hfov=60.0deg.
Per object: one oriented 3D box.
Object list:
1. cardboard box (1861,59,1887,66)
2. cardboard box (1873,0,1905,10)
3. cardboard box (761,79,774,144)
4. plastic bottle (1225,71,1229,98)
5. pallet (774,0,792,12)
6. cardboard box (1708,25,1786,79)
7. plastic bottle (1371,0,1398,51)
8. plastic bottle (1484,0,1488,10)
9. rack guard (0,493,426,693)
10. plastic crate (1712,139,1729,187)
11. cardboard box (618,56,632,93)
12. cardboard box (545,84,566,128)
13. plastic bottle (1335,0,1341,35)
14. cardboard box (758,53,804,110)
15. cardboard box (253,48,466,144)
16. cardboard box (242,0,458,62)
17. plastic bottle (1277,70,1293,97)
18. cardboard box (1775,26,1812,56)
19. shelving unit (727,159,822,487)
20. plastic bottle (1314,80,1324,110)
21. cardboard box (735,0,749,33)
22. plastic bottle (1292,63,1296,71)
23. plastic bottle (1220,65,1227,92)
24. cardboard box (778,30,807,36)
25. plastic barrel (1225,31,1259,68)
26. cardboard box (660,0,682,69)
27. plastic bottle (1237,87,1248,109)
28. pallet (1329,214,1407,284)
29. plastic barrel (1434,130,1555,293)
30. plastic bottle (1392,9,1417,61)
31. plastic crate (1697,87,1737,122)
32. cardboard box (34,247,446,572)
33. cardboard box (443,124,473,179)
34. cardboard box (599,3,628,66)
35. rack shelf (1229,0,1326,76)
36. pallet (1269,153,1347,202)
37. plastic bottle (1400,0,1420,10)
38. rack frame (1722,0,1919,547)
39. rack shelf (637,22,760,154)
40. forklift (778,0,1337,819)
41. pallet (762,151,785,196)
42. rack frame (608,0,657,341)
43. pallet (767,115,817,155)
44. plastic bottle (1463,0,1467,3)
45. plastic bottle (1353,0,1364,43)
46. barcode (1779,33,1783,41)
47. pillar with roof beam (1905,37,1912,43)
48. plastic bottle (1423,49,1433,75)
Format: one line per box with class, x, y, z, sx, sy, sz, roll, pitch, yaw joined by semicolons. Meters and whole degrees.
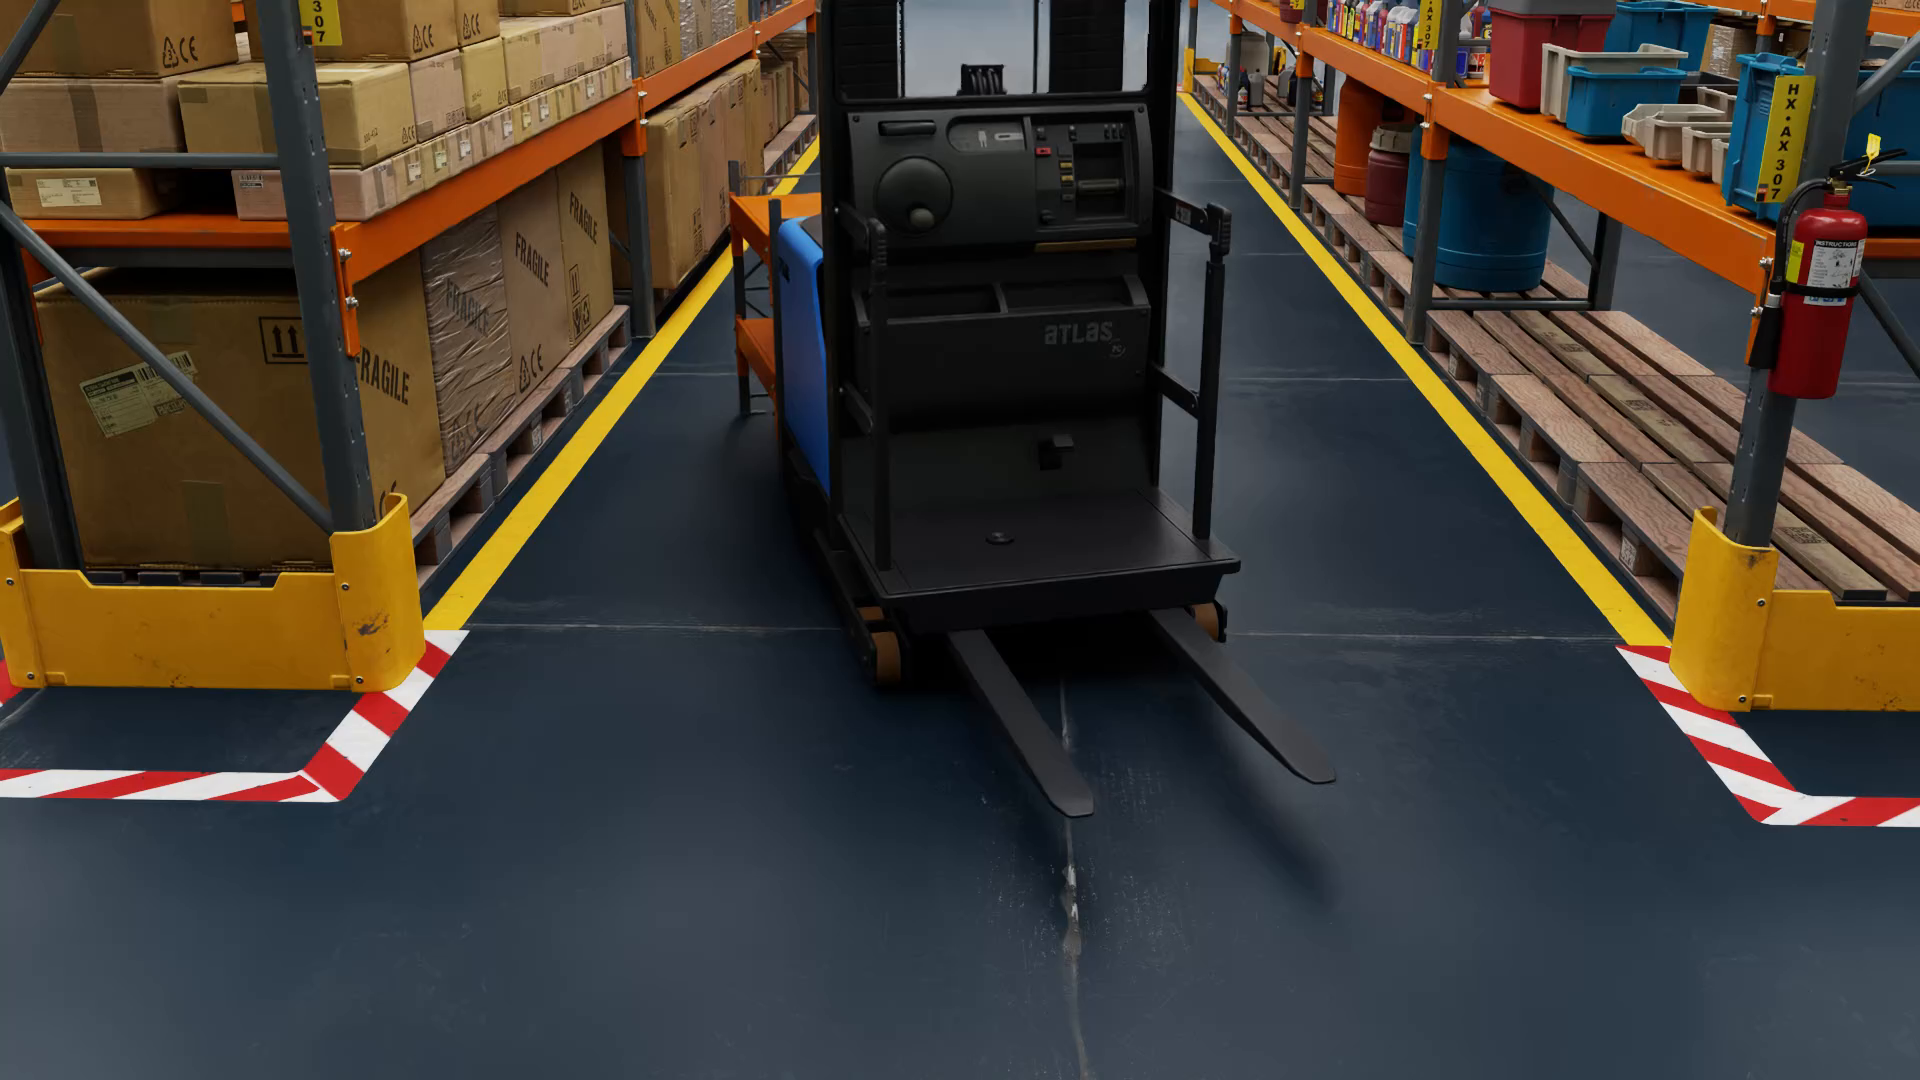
cardboard box;8.304;-4.281;15.361;0.500;0.311;0.500;1;21;2
cardboard box;7.959;-4.653;13.736;0.500;0.500;0.500;1;21;2
cardboard box;-1.979;-3.607;14.027;0.700;0.500;0.500;2;21;6
plastic bottle;2.835;-4.727;17.223;0.152;0.276;0.135;1;21;3
pallet;-1.974;-4.546;13.864;1.003;0.211;1.213;1;21;2
cardboard box;7.852;-4.870;16.616;0.500;0.500;0.500;1;21;2
plastic bottle;2.570;-3.130;10.017;0.144;0.351;0.185;1;21;2
plastic bottle;3.290;-3.221;10.251;0.144;0.351;0.185;1;21;2
rack guard;-2.238;0.147;4.959;1.175;0.500;0.348;1;21;2
plastic crate;2.557;-1.174;5.190;0.396;0.136;0.243;1;21;2
cardboard box;-1.797;-2.242;8.008;0.380;0.149;0.250;1;21;2
cardboard box;-1.836;-1.778;6.811;0.380;0.149;0.250;0;21;1
plastic bottle;2.565;-3.539;11.165;0.061;0.283;0.133;1;21;2
cardboard box;-1.820;-4.540;16.459;0.500;0.500;0.500;0;21;0
cardboard box;-1.943;-1.454;5.426;0.500;0.250;0.500;0;21;1
cardboard box;-1.937;-1.797;5.272;0.500;0.500;0.500;0;21;0
plastic bottle;3.388;-4.748;17.277;0.152;0.276;0.135;1;21;2
cardboard box;8.364;-4.864;16.602;0.500;0.500;0.500;1;21;2
shelving unit;-0.609;-0.943;6.903;0.538;1.125;1.048;-6;22;-15
plastic bottle;3.526;-4.355;16.269;0.097;0.271;0.097;0;21;0
cardboard box;-1.761;-3.785;11.499;0.500;0.500;0.500;1;21;3
plastic bottle;3.542;-4.858;17.456;0.144;0.351;0.185;2;21;4
plastic bottle;2.823;-4.915;17.712;0.097;0.271;0.097;0;21;0
cardboard box;-1.786;-5.617;19.233;0.500;0.500;0.500;5;22;12
plastic barrel;3.257;-5.555;19.057;0.421;0.512;0.421;0;21;0
cardboard box;-1.837;-2.865;9.128;0.500;0.500;0.500;1;21;2
plastic bottle;2.778;-4.346;16.344;0.097;0.201;0.097;0;21;0
pallet;2.935;-1.839;10.478;1.003;0.211;1.213;1;21;2
plastic barrel;2.869;-1.833;8.926;0.600;0.901;0.708;1;21;2
plastic bottle;2.555;-2.870;9.451;0.152;0.276;0.135;1;21;2
plastic crate;3.083;-1.691;6.522;0.293;0.136;0.466;1;21;2
cardboard box;-2.298;-0.464;5.436;0.875;0.875;0.875;1;21;2
cardboard box;-1.876;-1.314;5.617;0.380;0.149;0.250;0;21;1
cardboard box;-1.866;-2.379;7.811;0.500;0.250;0.500;0;21;1
rack shelf;3.018;-4.253;13.837;1.077;0.370;4.000;1;21;2
pallet;3.019;-2.845;13.068;1.003;0.211;1.213;1;21;2
plastic bottle;2.726;-3.177;10.138;0.144;0.351;0.185;1;21;2
rack frame;2.714;-0.972;4.388;1.000;3.000;0.127;1;21;2
rack shelf;-2.055;-2.861;10.250;1.077;0.370;4.000;1;21;2
forklift;0.186;-1.088;4.781;1.130;2.935;3.031;-5;22;-14
pallet;-1.968;-2.902;13.216;1.003;0.211;1.213;1;21;2
rack frame;-2.115;-2.473;8.256;1.000;3.000;0.127;1;21;2
pallet;-1.894;-3.784;15.490;1.003;0.211;1.213;1;21;2
plastic bottle;3.336;-3.459;10.974;0.097;0.271;0.097;0;21;0
plastic bottle;2.565;-3.312;10.595;0.097;0.271;0.097;0;21;0
barcode;7.606;-4.655;15.400;0.001;0.075;0.075;1;21;2
pillar with roof beam;9.826;-11.400;22.968;9.100;9.000;0.400;1;21;2
plastic bottle;2.486;-2.595;8.730;0.061;0.283;0.133;1;21;2
